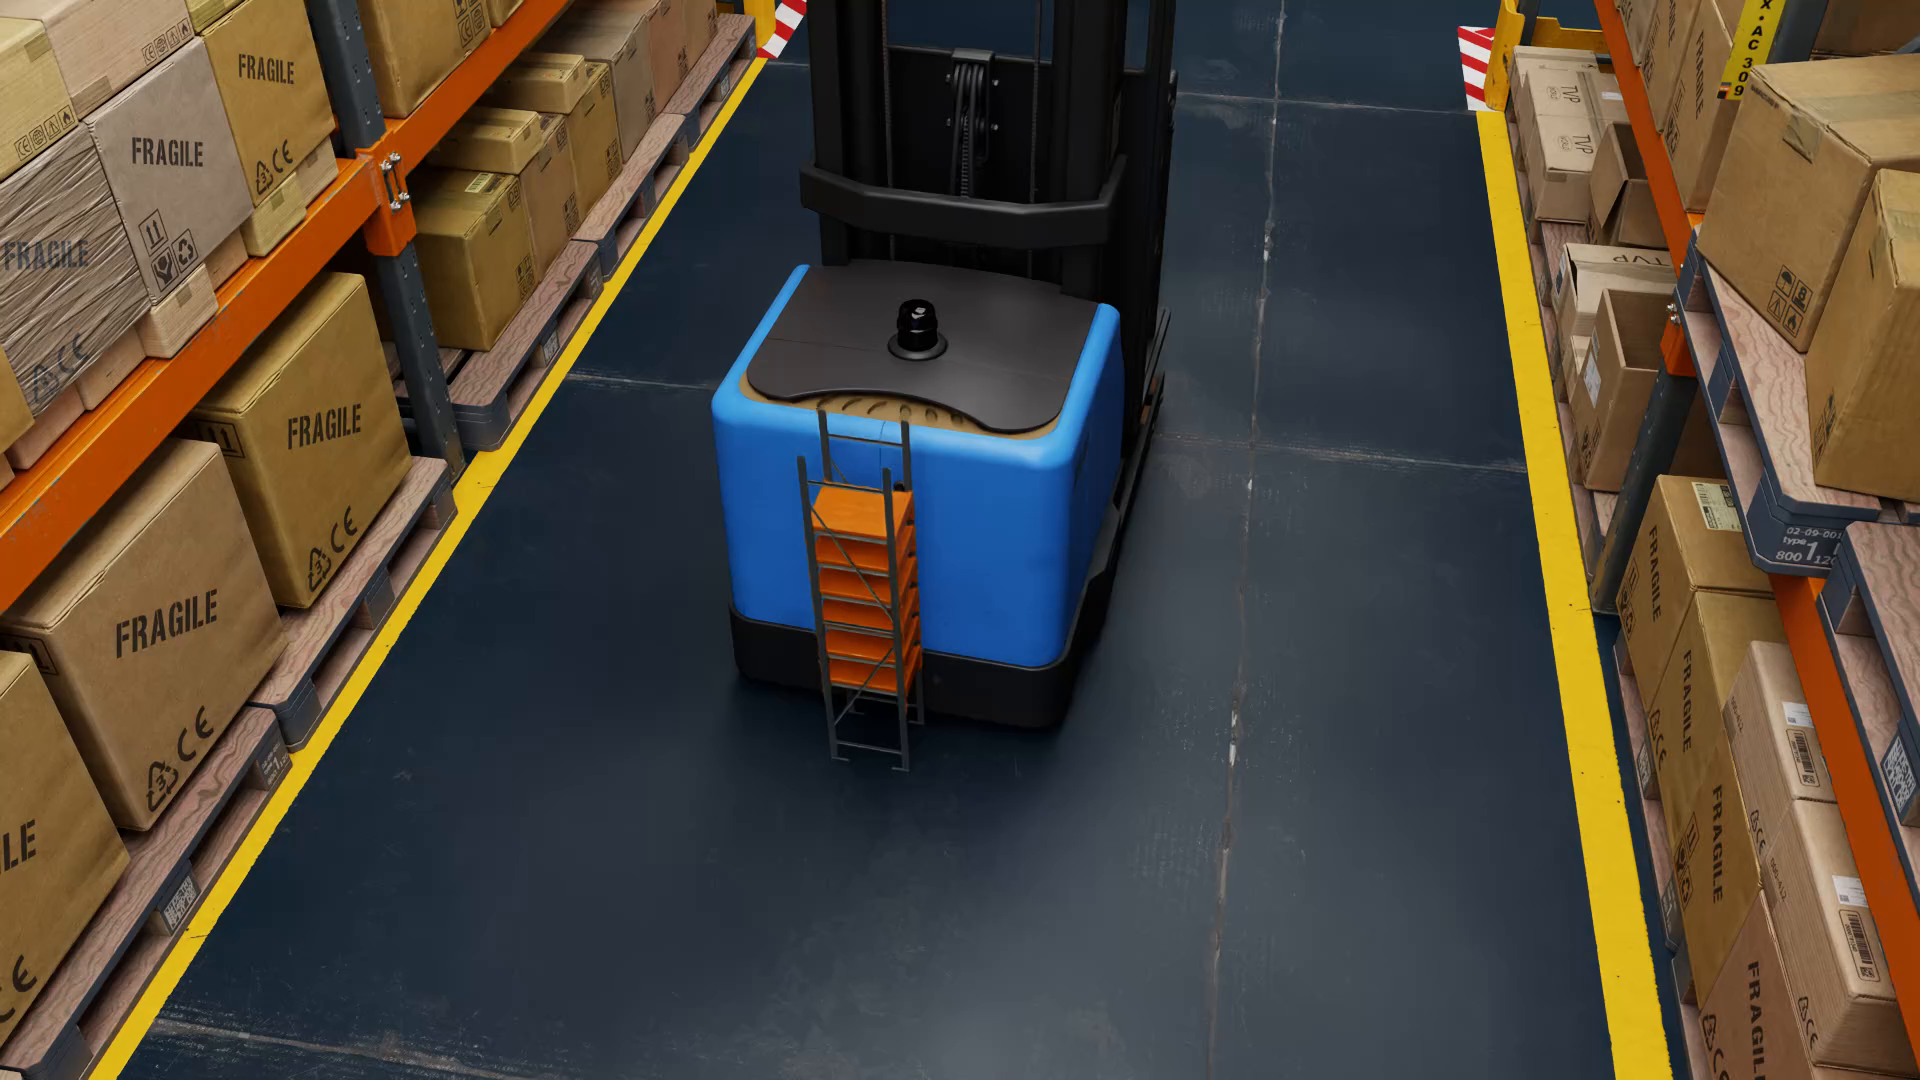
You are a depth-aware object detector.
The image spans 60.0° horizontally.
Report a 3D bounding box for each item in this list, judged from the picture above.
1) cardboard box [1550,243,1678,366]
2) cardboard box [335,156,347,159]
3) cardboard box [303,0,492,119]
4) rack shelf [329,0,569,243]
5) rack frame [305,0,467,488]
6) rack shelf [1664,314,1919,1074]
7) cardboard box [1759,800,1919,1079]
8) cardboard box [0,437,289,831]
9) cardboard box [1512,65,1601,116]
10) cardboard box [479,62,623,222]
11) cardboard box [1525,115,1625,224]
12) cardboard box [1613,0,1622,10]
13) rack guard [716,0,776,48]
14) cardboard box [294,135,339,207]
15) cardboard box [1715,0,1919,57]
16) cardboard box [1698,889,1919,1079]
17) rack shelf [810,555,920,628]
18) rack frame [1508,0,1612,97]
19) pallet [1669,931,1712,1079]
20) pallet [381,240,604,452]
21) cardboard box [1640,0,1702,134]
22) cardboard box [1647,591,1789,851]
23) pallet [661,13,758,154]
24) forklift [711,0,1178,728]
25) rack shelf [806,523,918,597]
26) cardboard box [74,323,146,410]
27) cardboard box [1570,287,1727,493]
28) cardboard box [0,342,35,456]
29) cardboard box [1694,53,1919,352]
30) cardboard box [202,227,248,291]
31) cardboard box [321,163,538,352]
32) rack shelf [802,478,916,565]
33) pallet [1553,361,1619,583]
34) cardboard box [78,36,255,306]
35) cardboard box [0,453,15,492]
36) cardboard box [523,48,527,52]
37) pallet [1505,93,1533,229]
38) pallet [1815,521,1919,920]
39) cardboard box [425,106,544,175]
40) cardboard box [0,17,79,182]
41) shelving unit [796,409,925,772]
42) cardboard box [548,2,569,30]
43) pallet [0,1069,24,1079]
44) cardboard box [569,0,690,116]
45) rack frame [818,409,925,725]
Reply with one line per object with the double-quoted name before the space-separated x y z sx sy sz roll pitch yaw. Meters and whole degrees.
"cardboard box" 2.525 -0.888 6.235 0.500 0.311 0.500 6 40 8
"cardboard box" -2.293 -1.277 6.063 0.380 0.149 0.250 6 40 7
"cardboard box" -2.193 -1.893 5.451 0.980 0.700 0.700 7 40 8
"rack shelf" -1.957 -2.417 6.884 1.077 0.370 4.000 6 40 8
"rack frame" -2.303 -1.439 5.137 1.000 3.000 0.127 6 40 8
"rack shelf" 2.230 0.637 3.190 1.077 0.370 4.000 6 40 8
"cardboard box" 1.993 0.829 3.422 0.500 0.250 0.500 6 40 7
"cardboard box" -2.438 0.208 4.502 0.750 0.750 0.750 8 40 9
"cardboard box" 2.814 -2.101 7.816 0.380 0.166 0.250 6 40 8
"cardboard box" -1.891 -1.732 7.123 0.700 0.500 0.500 7 40 9
"cardboard box" 2.722 -1.578 7.117 0.500 0.250 0.500 6 40 8
"cardboard box" 2.670 -2.242 6.029 0.500 0.500 0.500 7 40 8
"rack guard" -1.607 -3.001 8.988 1.175 0.500 0.348 6 40 8
"cardboard box" -2.083 -1.107 4.916 0.380 0.149 0.250 7 40 8
"cardboard box" 2.409 -1.665 4.547 0.500 0.500 0.500 7 40 8
"cardboard box" 1.990 1.141 3.632 0.500 0.500 0.500 5 40 6
"rack shelf" -0.258 0.122 4.533 0.258 0.103 0.180 8 45 10
"rack frame" 3.269 -3.406 7.515 1.000 3.000 0.127 6 40 8
"pallet" 2.264 1.462 3.816 1.003 0.211 1.213 6 40 8
"pallet" -2.094 -0.833 6.592 1.003 0.211 1.213 6 40 8
"cardboard box" 2.498 -1.599 5.252 0.500 0.500 0.500 7 40 9
"cardboard box" 2.171 0.511 4.394 0.500 0.500 0.500 7 40 8
"pallet" -1.672 -2.364 8.444 1.003 0.211 1.213 6 40 8
"forklift" 0.152 -1.516 5.283 1.130 2.935 3.031 9 40 11
"rack shelf" -0.260 0.036 4.450 0.258 0.103 0.180 8 45 10
"cardboard box" -2.288 -0.470 4.146 0.380 0.149 0.250 6 40 8
"cardboard box" 2.396 -0.490 5.605 0.500 0.500 0.500 6 40 8
"cardboard box" -2.390 -0.333 3.471 0.500 0.500 0.500 7 40 9
"cardboard box" 2.274 -0.823 3.983 0.700 0.500 0.500 -6 40 -7
"cardboard box" -2.192 -0.788 4.531 0.380 0.149 0.250 8 40 9
"cardboard box" -2.073 -1.096 6.353 0.700 0.500 0.500 7 40 8
"rack shelf" -0.262 -0.050 4.366 0.258 0.103 0.180 8 45 10
"pallet" 2.696 -0.251 5.889 1.003 0.211 1.213 6 40 8
"cardboard box" -2.213 -0.961 4.231 0.500 0.500 0.500 7 40 8
"cardboard box" -2.403 -0.149 3.757 0.380 0.149 0.250 8 40 9
"cardboard box" -2.071 -2.093 7.051 0.380 0.149 0.250 6 40 7
"pallet" 3.119 -1.783 7.741 1.003 0.211 1.213 6 40 8
"pallet" 2.216 0.468 2.980 1.003 0.211 1.213 6 40 8
"cardboard box" -1.834 -1.540 6.382 0.380 0.149 0.250 8 40 9
"cardboard box" -2.318 -0.928 3.602 0.500 0.250 0.500 7 40 9
"shelving unit" -0.256 0.176 4.586 0.258 1.200 0.189 8 45 10
"cardboard box" -1.983 -2.413 7.438 0.380 0.149 0.250 7 40 8
"pallet" -2.785 1.659 3.577 1.003 0.211 1.213 6 40 8
"cardboard box" -1.720 -2.384 7.911 0.700 0.500 0.500 6 40 8
"rack frame" -0.235 0.114 4.650 0.240 1.200 0.006 8 45 10
